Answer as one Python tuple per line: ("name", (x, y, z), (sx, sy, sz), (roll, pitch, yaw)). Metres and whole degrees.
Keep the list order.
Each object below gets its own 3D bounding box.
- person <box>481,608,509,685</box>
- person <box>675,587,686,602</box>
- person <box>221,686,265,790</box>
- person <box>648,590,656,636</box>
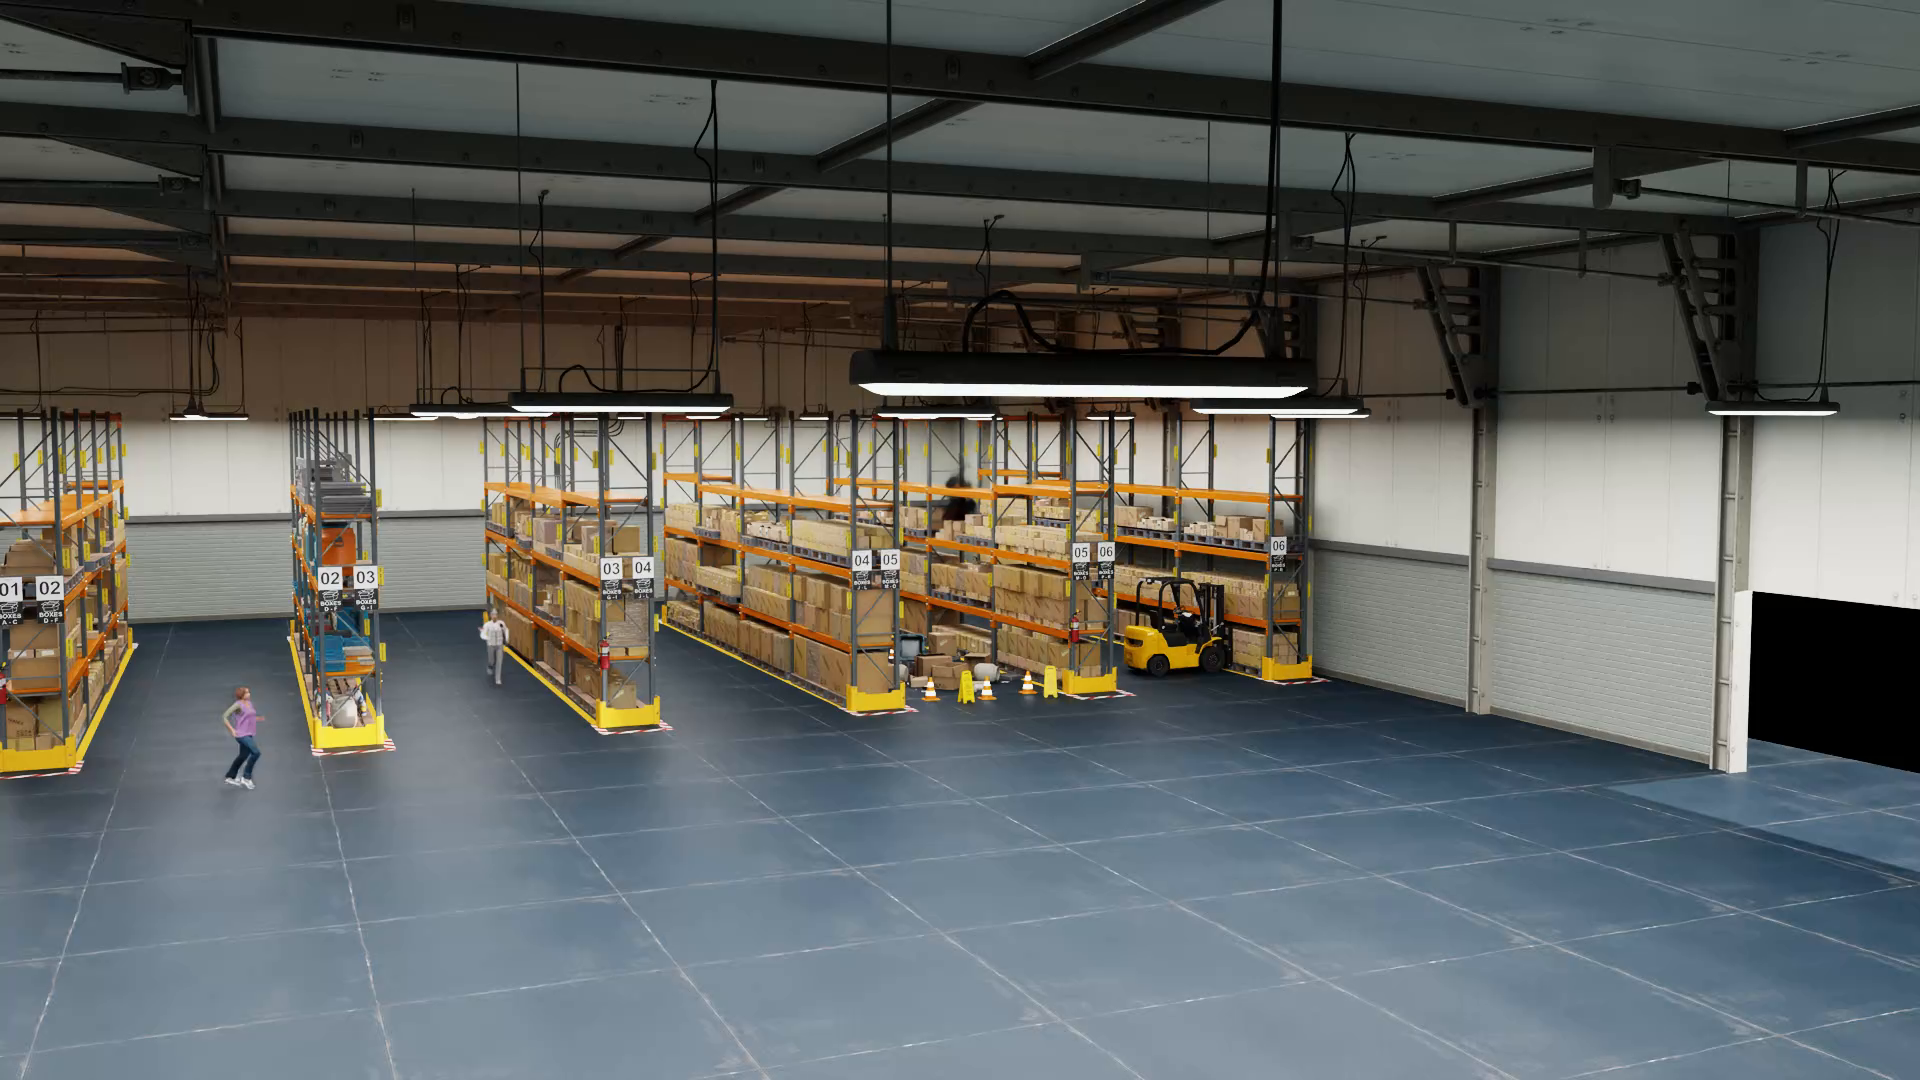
("person", (-10.207, 2.322, 36.587), (0.630, 1.656, 0.949), (-2, 4, -24))
("person", (-8.287, 1.398, 49.386), (0.921, 1.724, 0.683), (1, 4, 13))
("person", (-11.208, 3.099, 26.053), (0.691, 1.621, 0.505), (0, 4, 1))
("person", (-8.501, 1.748, 44.726), (0.669, 1.691, 0.821), (-2, 4, -24))
